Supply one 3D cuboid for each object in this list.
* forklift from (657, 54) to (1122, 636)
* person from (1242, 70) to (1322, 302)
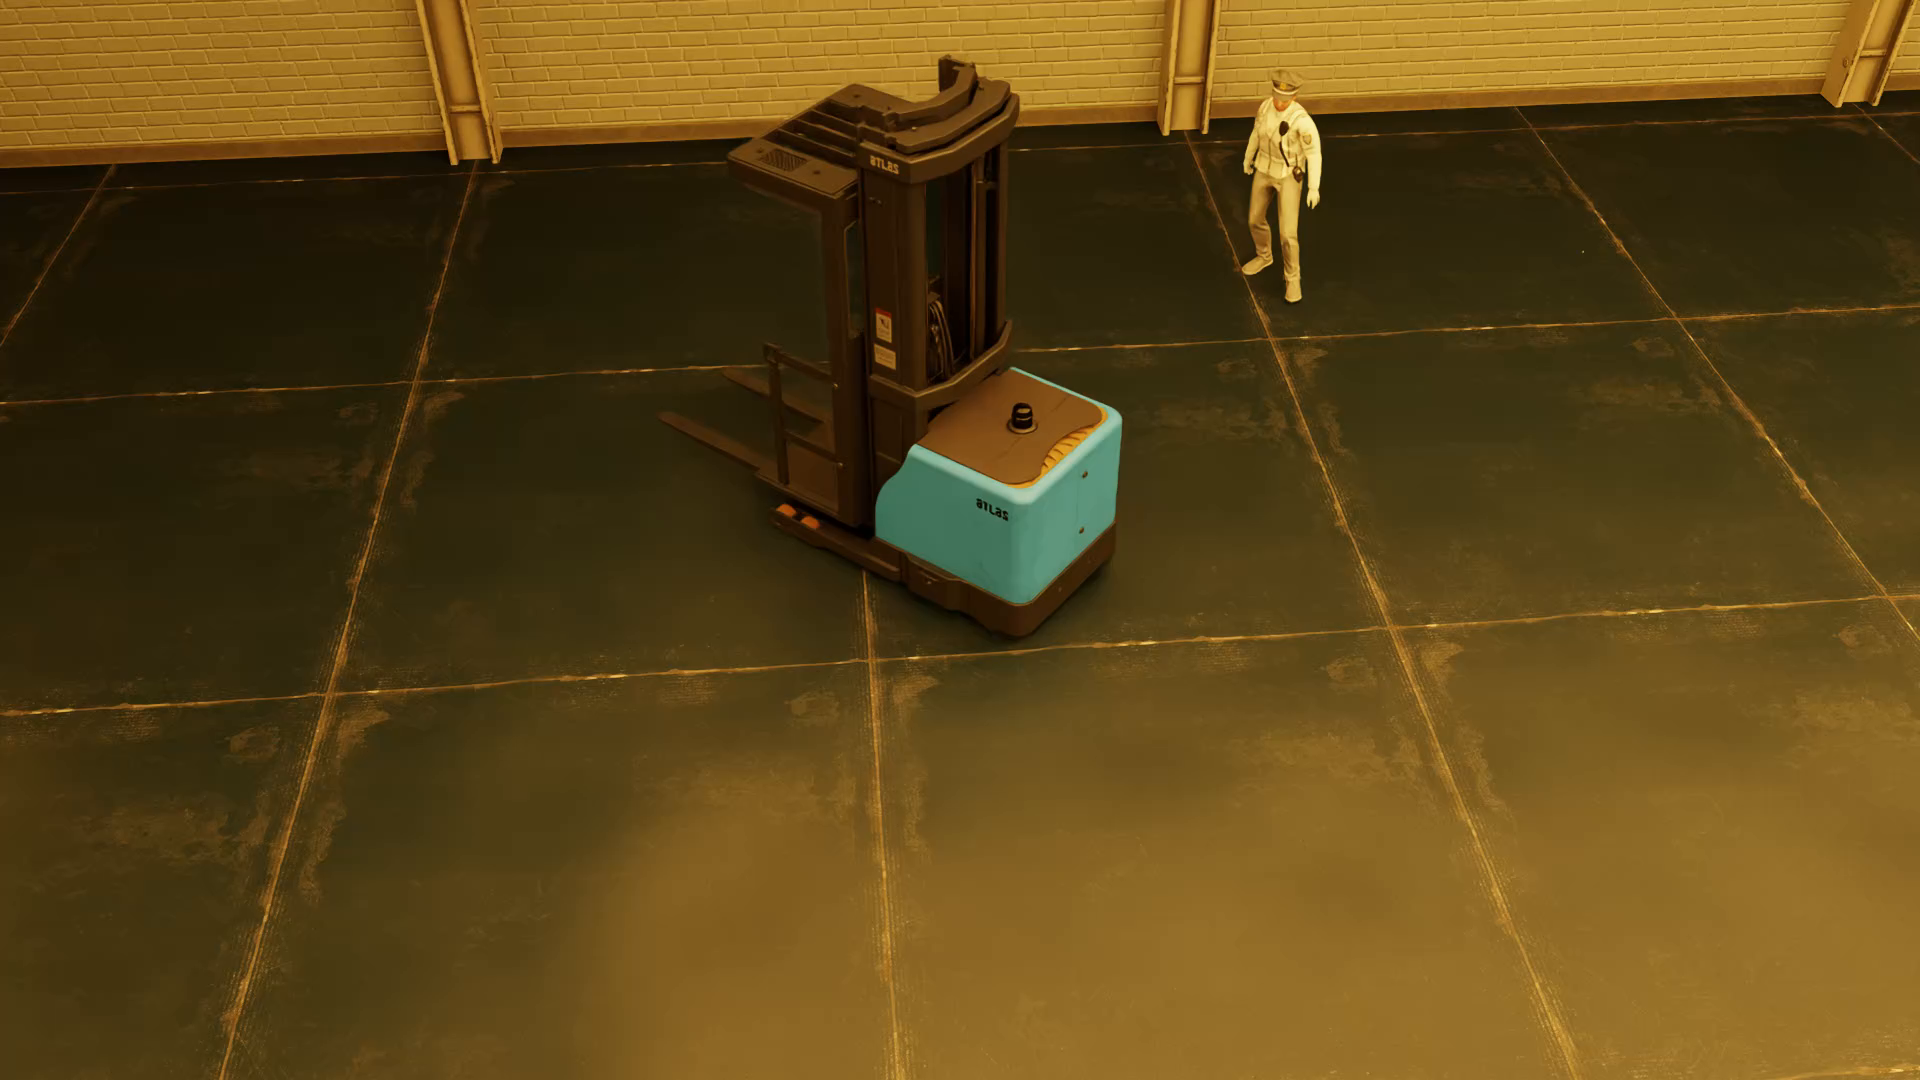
[{"bbox_3d":[-0.554,-1.342,9.506,3.031,2.935,1.130,26,47,27],"label":"forklift"},{"bbox_3d":[2.306,-2.600,11.987,0.376,1.631,0.780,-31,49,-31],"label":"person"}]
